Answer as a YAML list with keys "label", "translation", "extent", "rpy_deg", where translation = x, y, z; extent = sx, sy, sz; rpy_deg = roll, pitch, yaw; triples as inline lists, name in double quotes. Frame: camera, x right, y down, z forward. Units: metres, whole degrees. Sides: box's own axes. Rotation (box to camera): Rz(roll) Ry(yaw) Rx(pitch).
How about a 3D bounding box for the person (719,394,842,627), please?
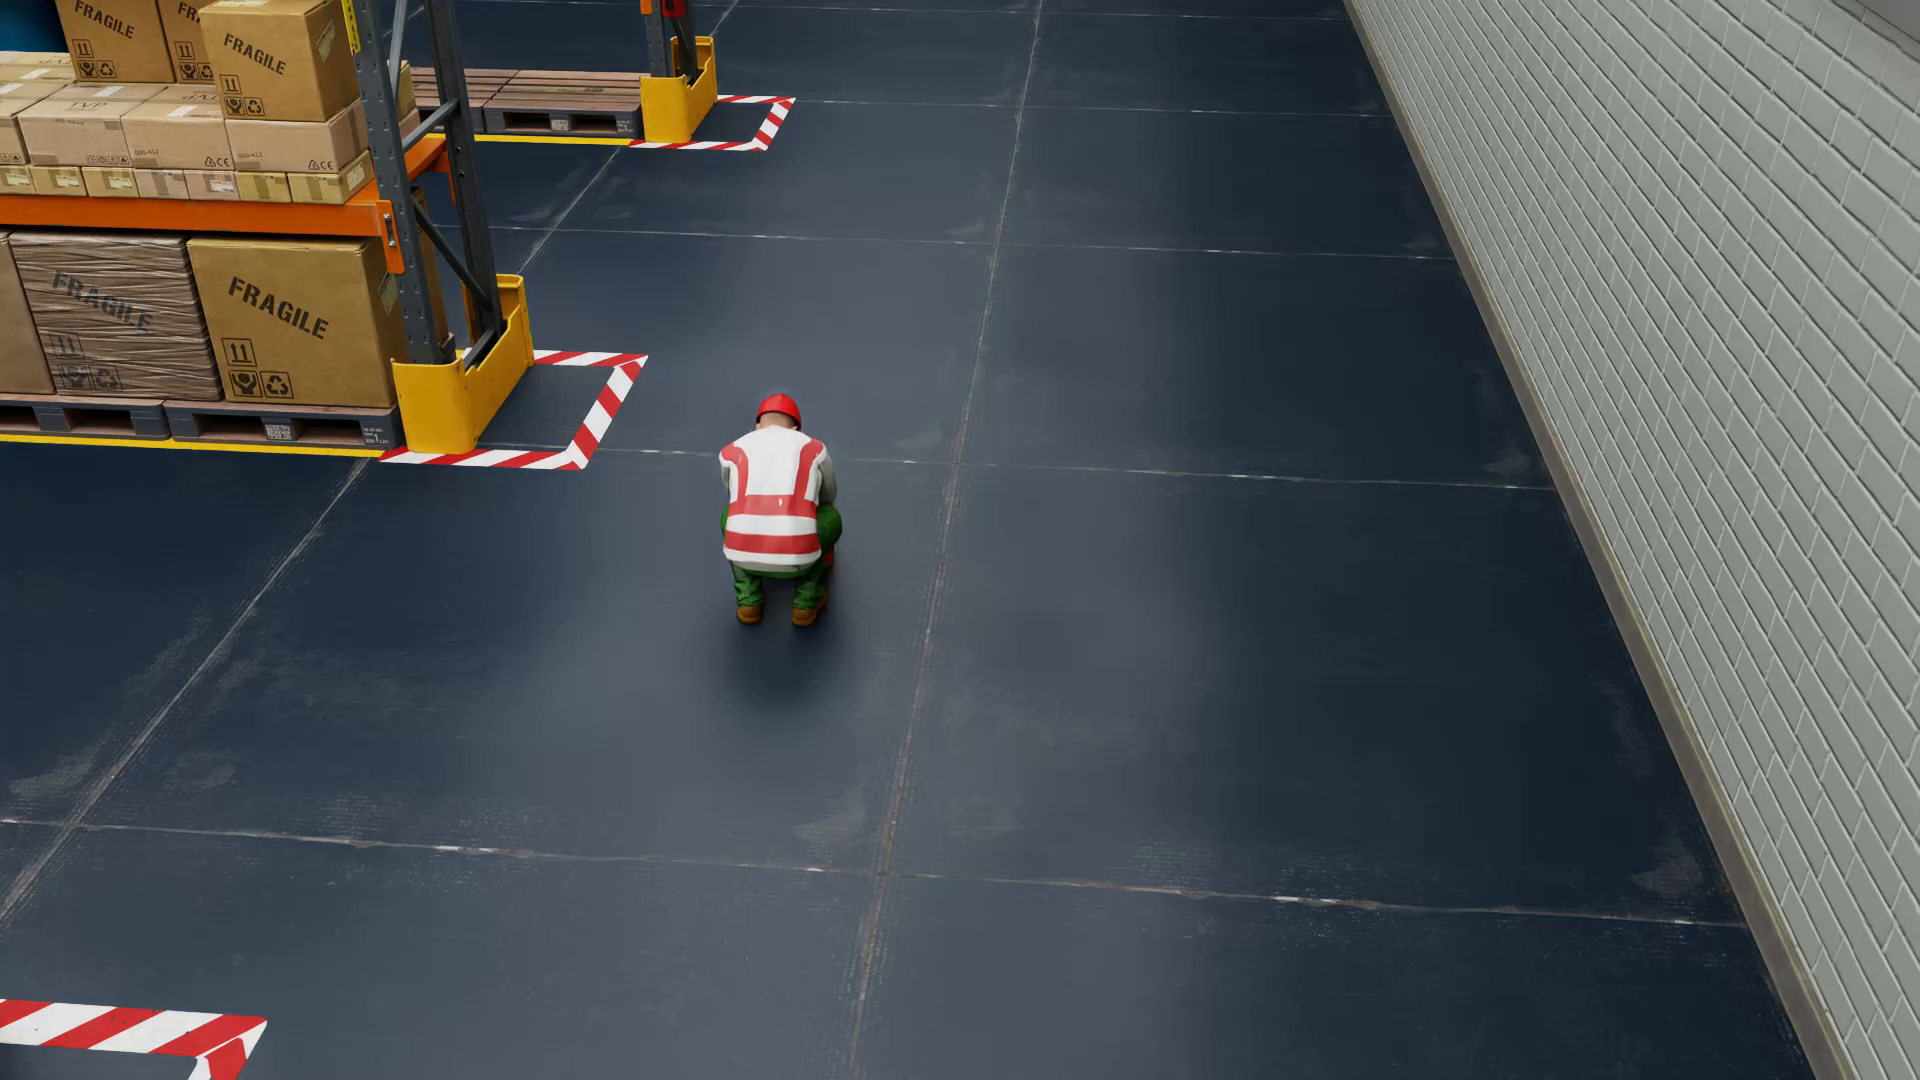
- label: "person"
  translation: [-0.787, -0.083, 7.289]
  extent: [0.544, 0.866, 0.921]
  rpy_deg: [2, 32, 4]
